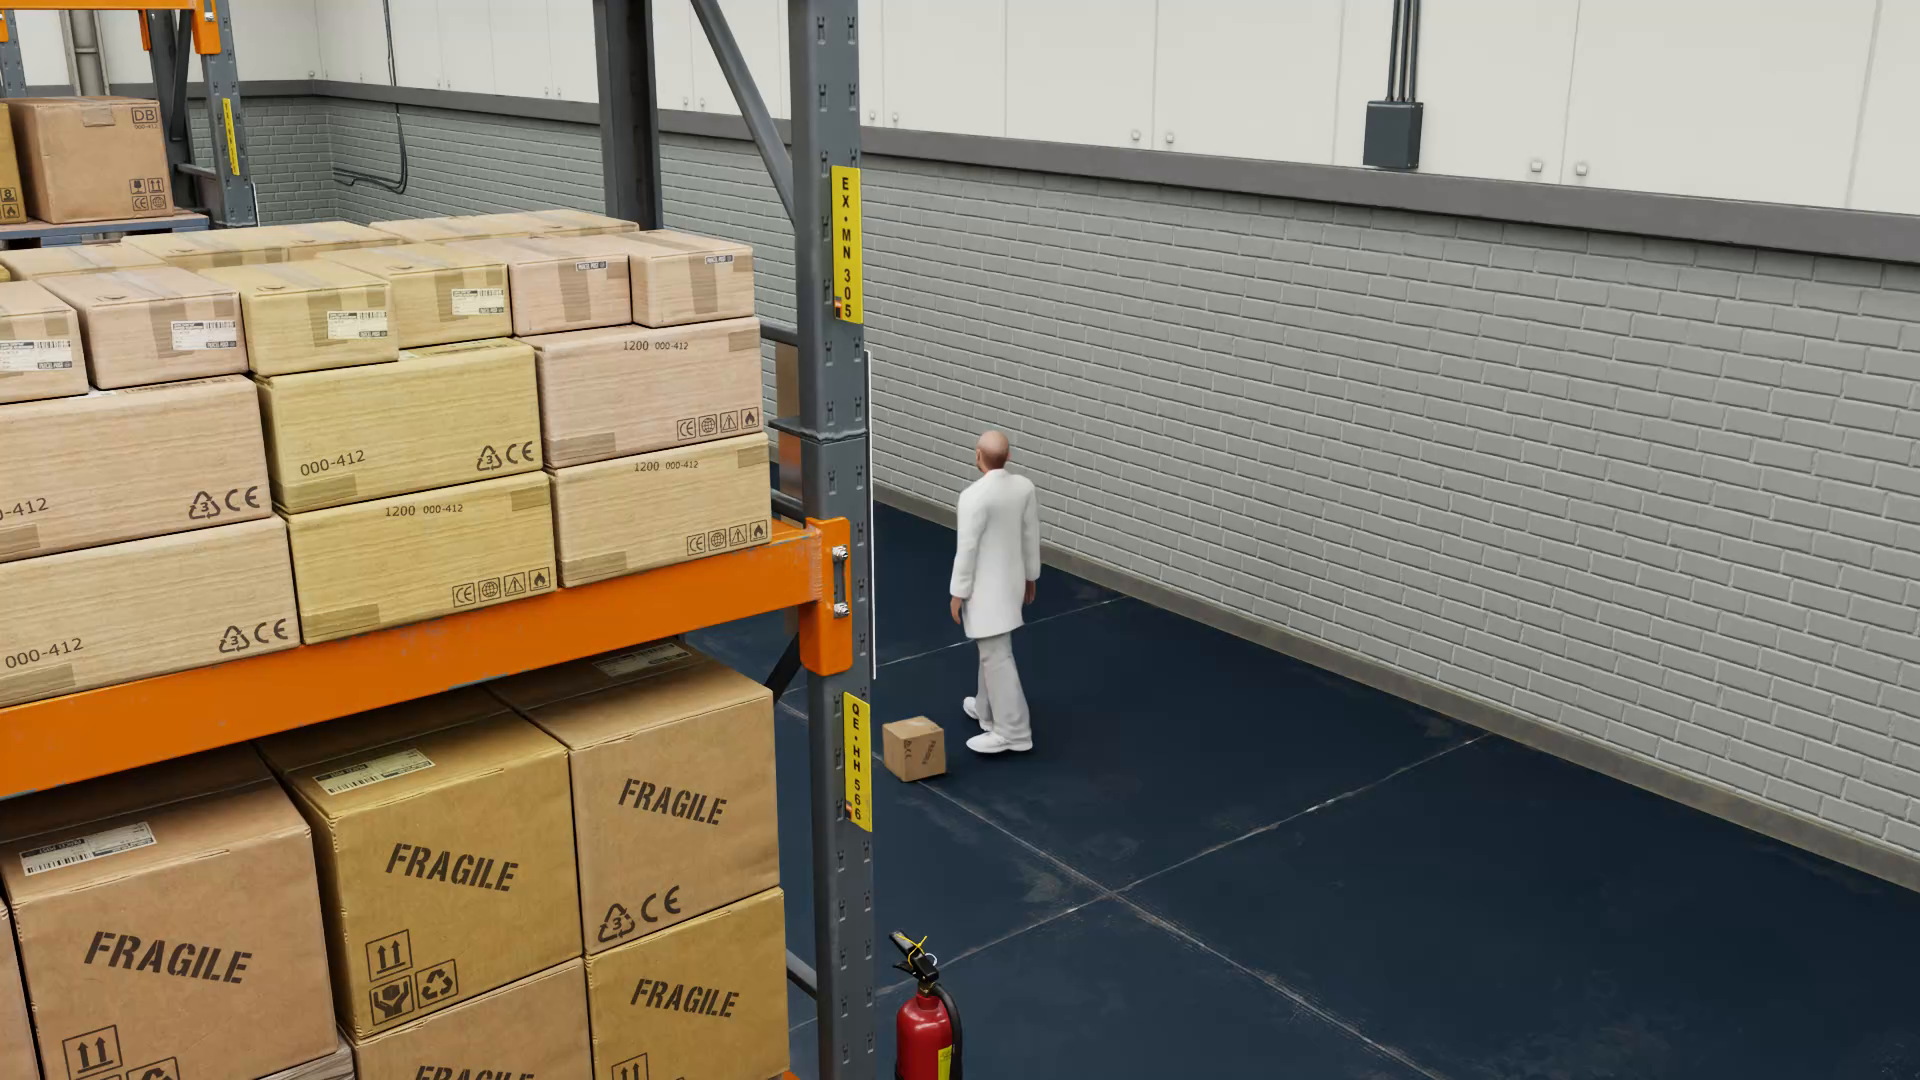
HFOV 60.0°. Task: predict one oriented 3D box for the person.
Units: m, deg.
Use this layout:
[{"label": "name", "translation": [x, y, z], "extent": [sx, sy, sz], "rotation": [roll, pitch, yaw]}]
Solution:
[{"label": "person", "translation": [0.182, 0.264, 9.227], "extent": [0.688, 1.778, 0.645], "rotation": [14, 22, 37]}]
